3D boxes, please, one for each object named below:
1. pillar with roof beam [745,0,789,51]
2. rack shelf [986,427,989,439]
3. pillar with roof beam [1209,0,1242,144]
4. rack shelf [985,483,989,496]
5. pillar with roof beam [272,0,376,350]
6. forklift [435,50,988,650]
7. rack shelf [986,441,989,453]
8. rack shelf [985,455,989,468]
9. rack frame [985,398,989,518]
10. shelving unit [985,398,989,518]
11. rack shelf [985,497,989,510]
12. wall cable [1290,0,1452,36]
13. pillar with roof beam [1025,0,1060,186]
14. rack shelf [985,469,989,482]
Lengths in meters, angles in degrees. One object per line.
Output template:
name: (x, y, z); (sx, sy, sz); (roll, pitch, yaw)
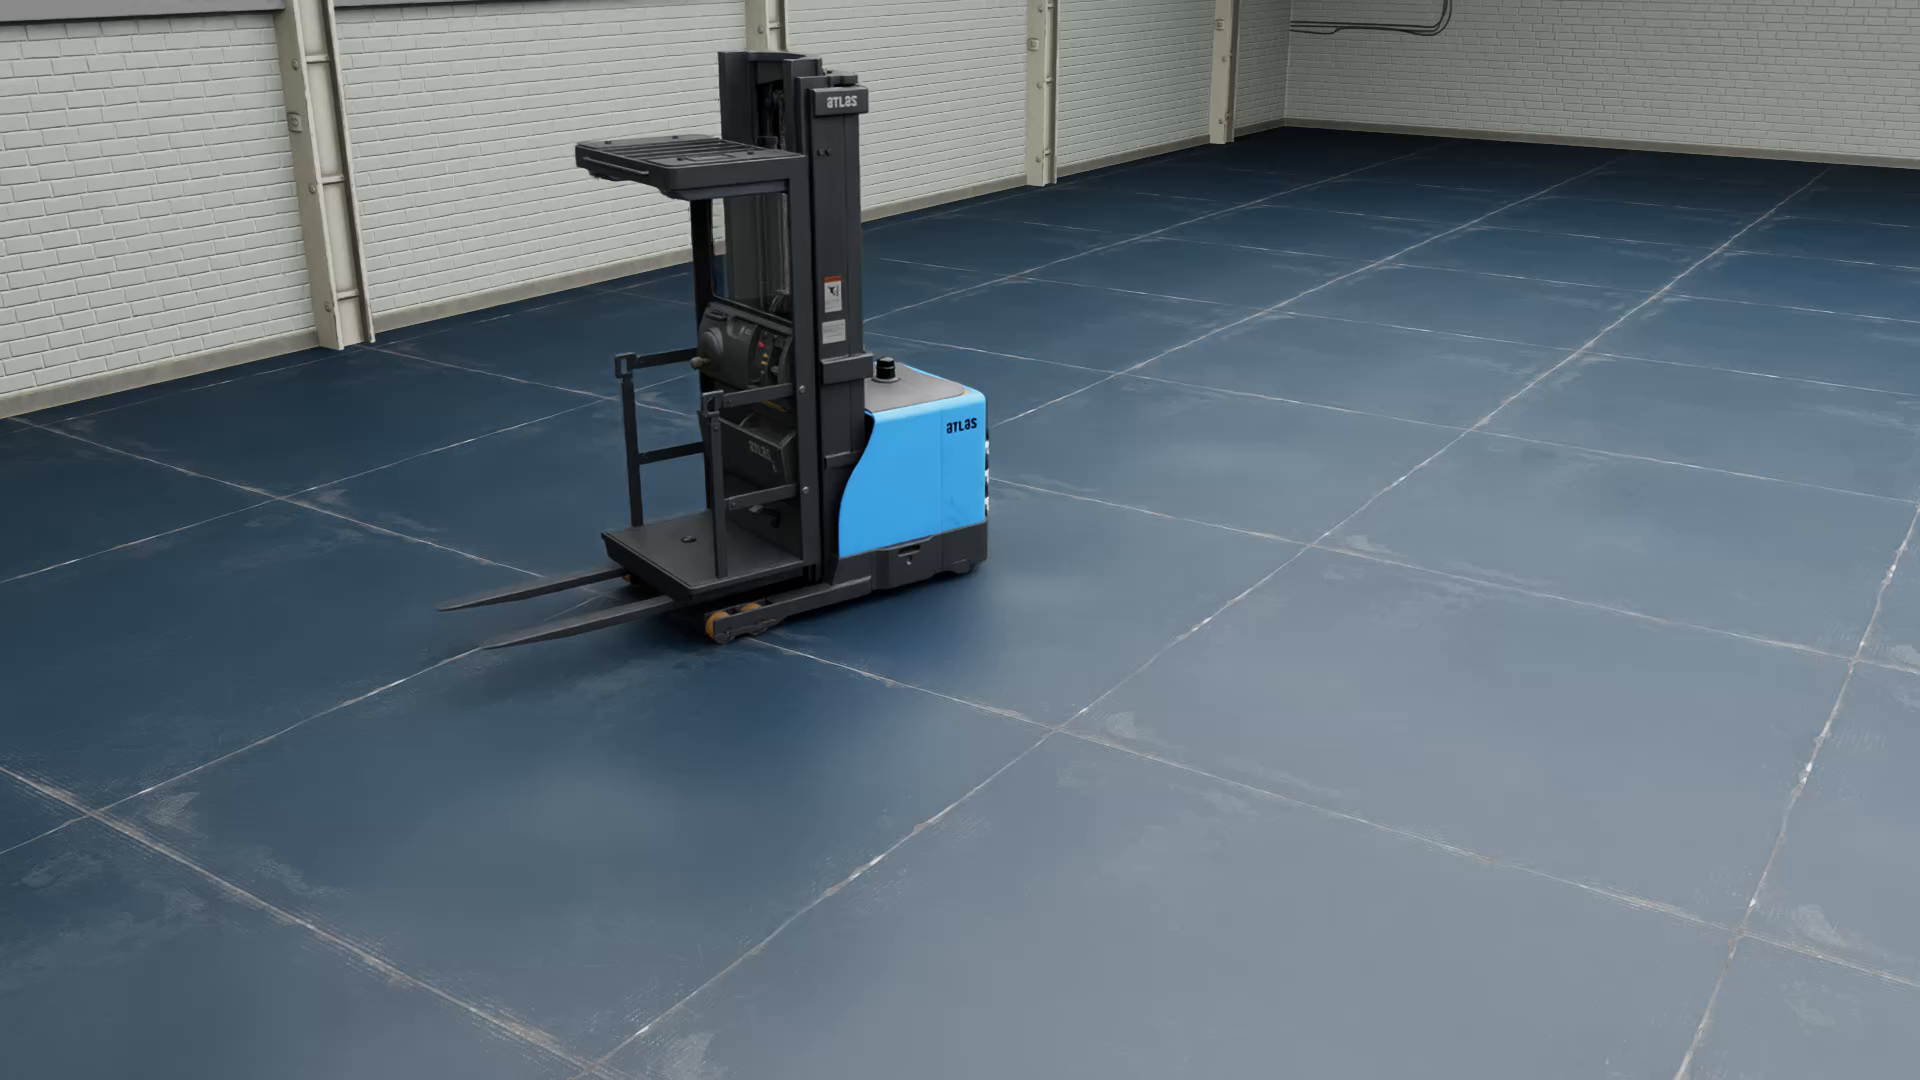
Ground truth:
pillar with roof beam: (1.372, -6.884, 15.906); (9.100, 9.000, 0.400); (13, 24, 32)
rack shelf: (0.014, -0.644, 10.027); (0.258, 0.077, 0.200); (15, 25, 36)
pillar with roof beam: (8.118, -10.327, 25.214); (9.100, 9.000, 0.400); (13, 24, 32)
rack shelf: (0.014, -0.307, 10.152); (0.258, 0.077, 0.200); (15, 25, 36)
pillar with roof beam: (-2.001, -5.163, 11.252); (9.100, 9.000, 0.400); (13, 24, 32)
forklift: (-1.326, -1.036, 8.840); (3.031, 2.935, 1.130); (-14, 25, -34)
rack shelf: (0.014, -0.560, 10.058); (0.258, 0.077, 0.200); (15, 25, 36)
rack shelf: (0.014, -0.476, 10.089); (0.258, 0.077, 0.200); (15, 25, 36)
rack frame: (0.077, -0.450, 10.184); (0.240, 0.900, 0.006); (15, 25, 36)
shelving unit: (0.014, -0.422, 10.109); (0.258, 0.900, 0.210); (15, 25, 36)
rack shelf: (0.013, -0.222, 10.183); (0.258, 0.077, 0.200); (15, 25, 36)
wall cable: (7.307, -10.298, 29.610); (3.097, 2.526, 0.112); (13, 24, 32)
pillar with roof beam: (4.745, -8.606, 20.560); (9.100, 9.000, 0.400); (13, 24, 32)
rack shelf: (0.014, -0.391, 10.121); (0.258, 0.077, 0.200); (15, 25, 36)
